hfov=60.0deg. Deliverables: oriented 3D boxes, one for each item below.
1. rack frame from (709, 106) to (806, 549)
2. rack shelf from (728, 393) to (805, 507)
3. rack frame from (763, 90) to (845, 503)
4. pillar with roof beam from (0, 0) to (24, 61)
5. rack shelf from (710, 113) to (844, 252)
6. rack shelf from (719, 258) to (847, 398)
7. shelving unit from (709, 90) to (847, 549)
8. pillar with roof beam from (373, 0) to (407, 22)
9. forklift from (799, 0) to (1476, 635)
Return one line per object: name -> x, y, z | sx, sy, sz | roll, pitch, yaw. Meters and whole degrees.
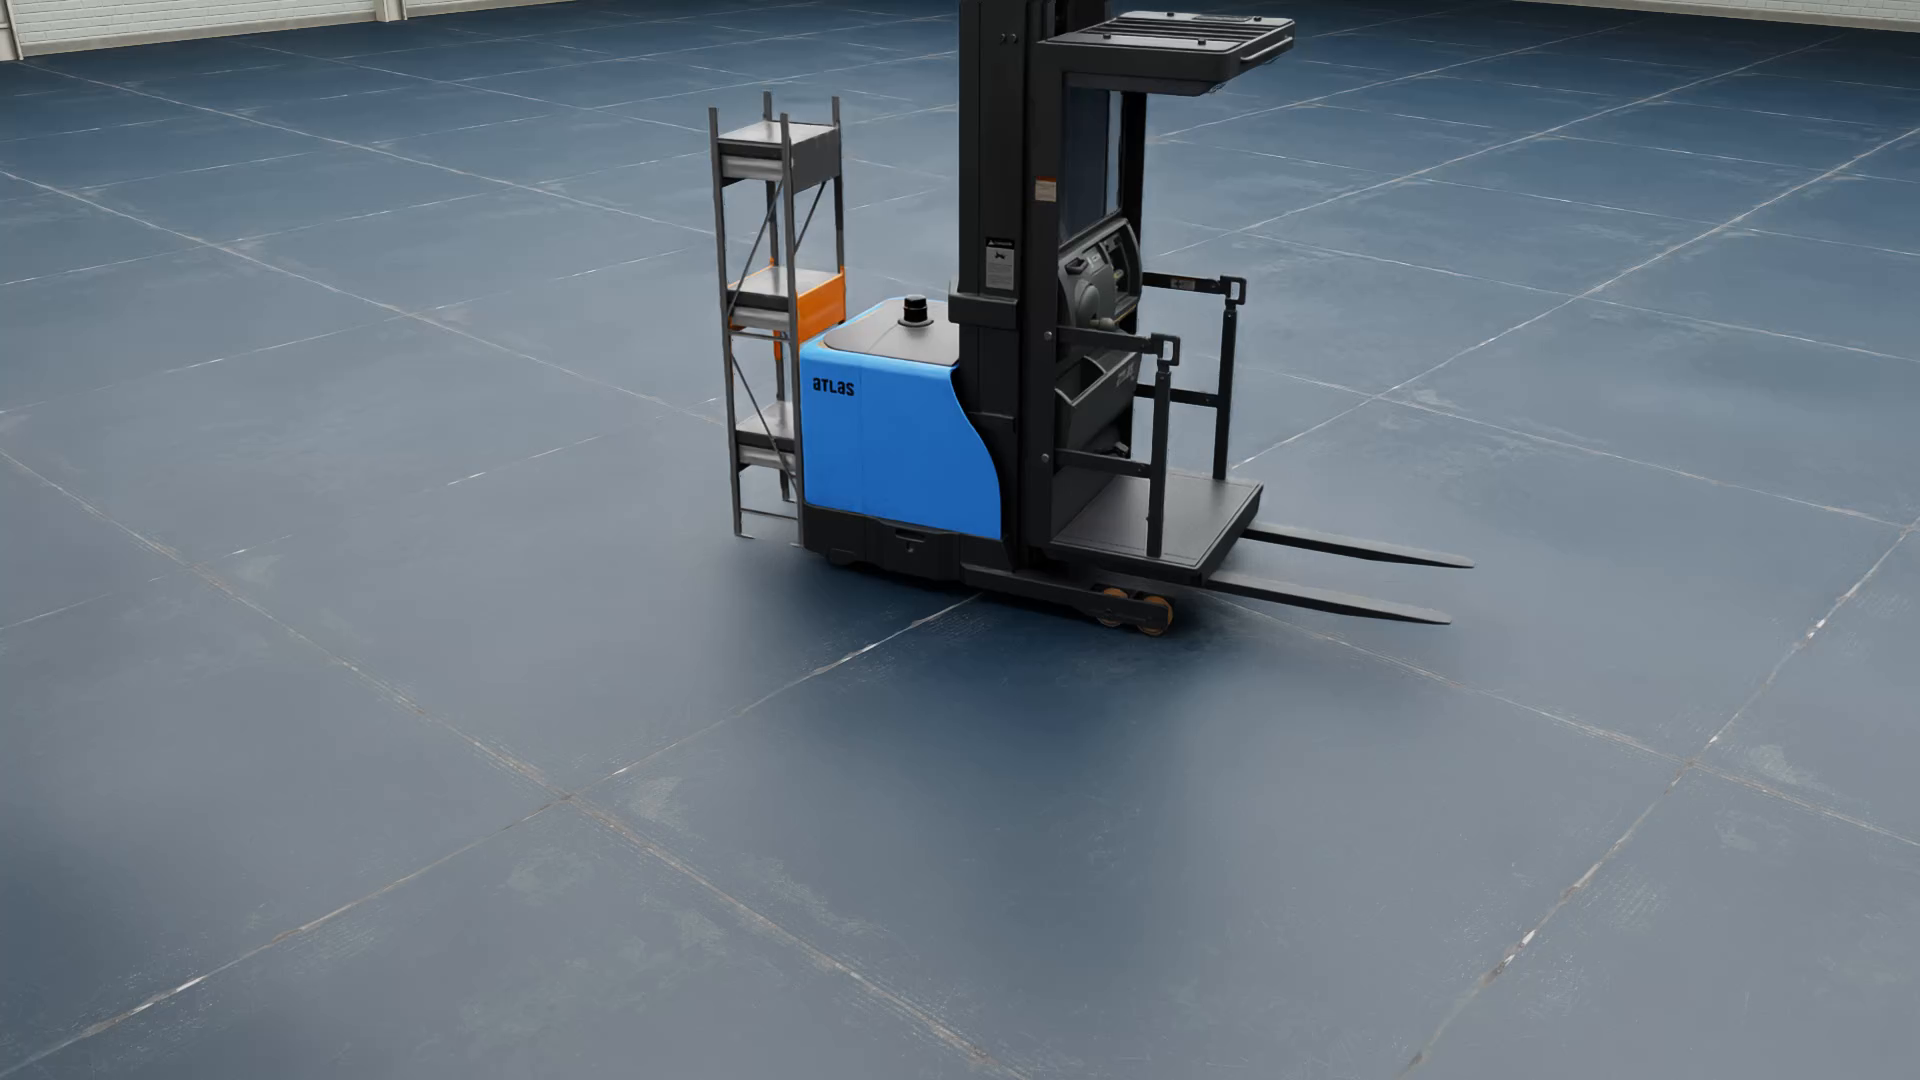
rack frame -> -0.939, -0.950, 7.801 | 0.400, 2.100, 0.015 | 10, 26, 22
rack shelf -> -0.841, -0.390, 8.297 | 0.431, 0.518, 0.480 | 10, 26, 22
rack frame -> -0.743, -1.132, 8.209 | 0.400, 2.100, 0.015 | 10, 26, 22
pillar with roof beam -> -10.115, -9.627, 18.722 | 9.100, 9.000, 0.400 | 20, 31, 38
rack shelf -> -0.841, -1.667, 7.724 | 0.431, 0.518, 0.480 | 10, 26, 22
rack shelf -> -0.841, -1.028, 8.011 | 0.431, 0.518, 0.480 | 10, 26, 22
shelving unit -> -0.841, -1.041, 8.005 | 0.431, 2.100, 0.503 | 10, 26, 22
pillar with roof beam -> -6.111, -11.455, 22.799 | 9.100, 9.000, 0.400 | 20, 31, 38
forklift -> 0.806, -1.168, 7.272 | 3.031, 2.935, 1.130 | 11, 26, 22
